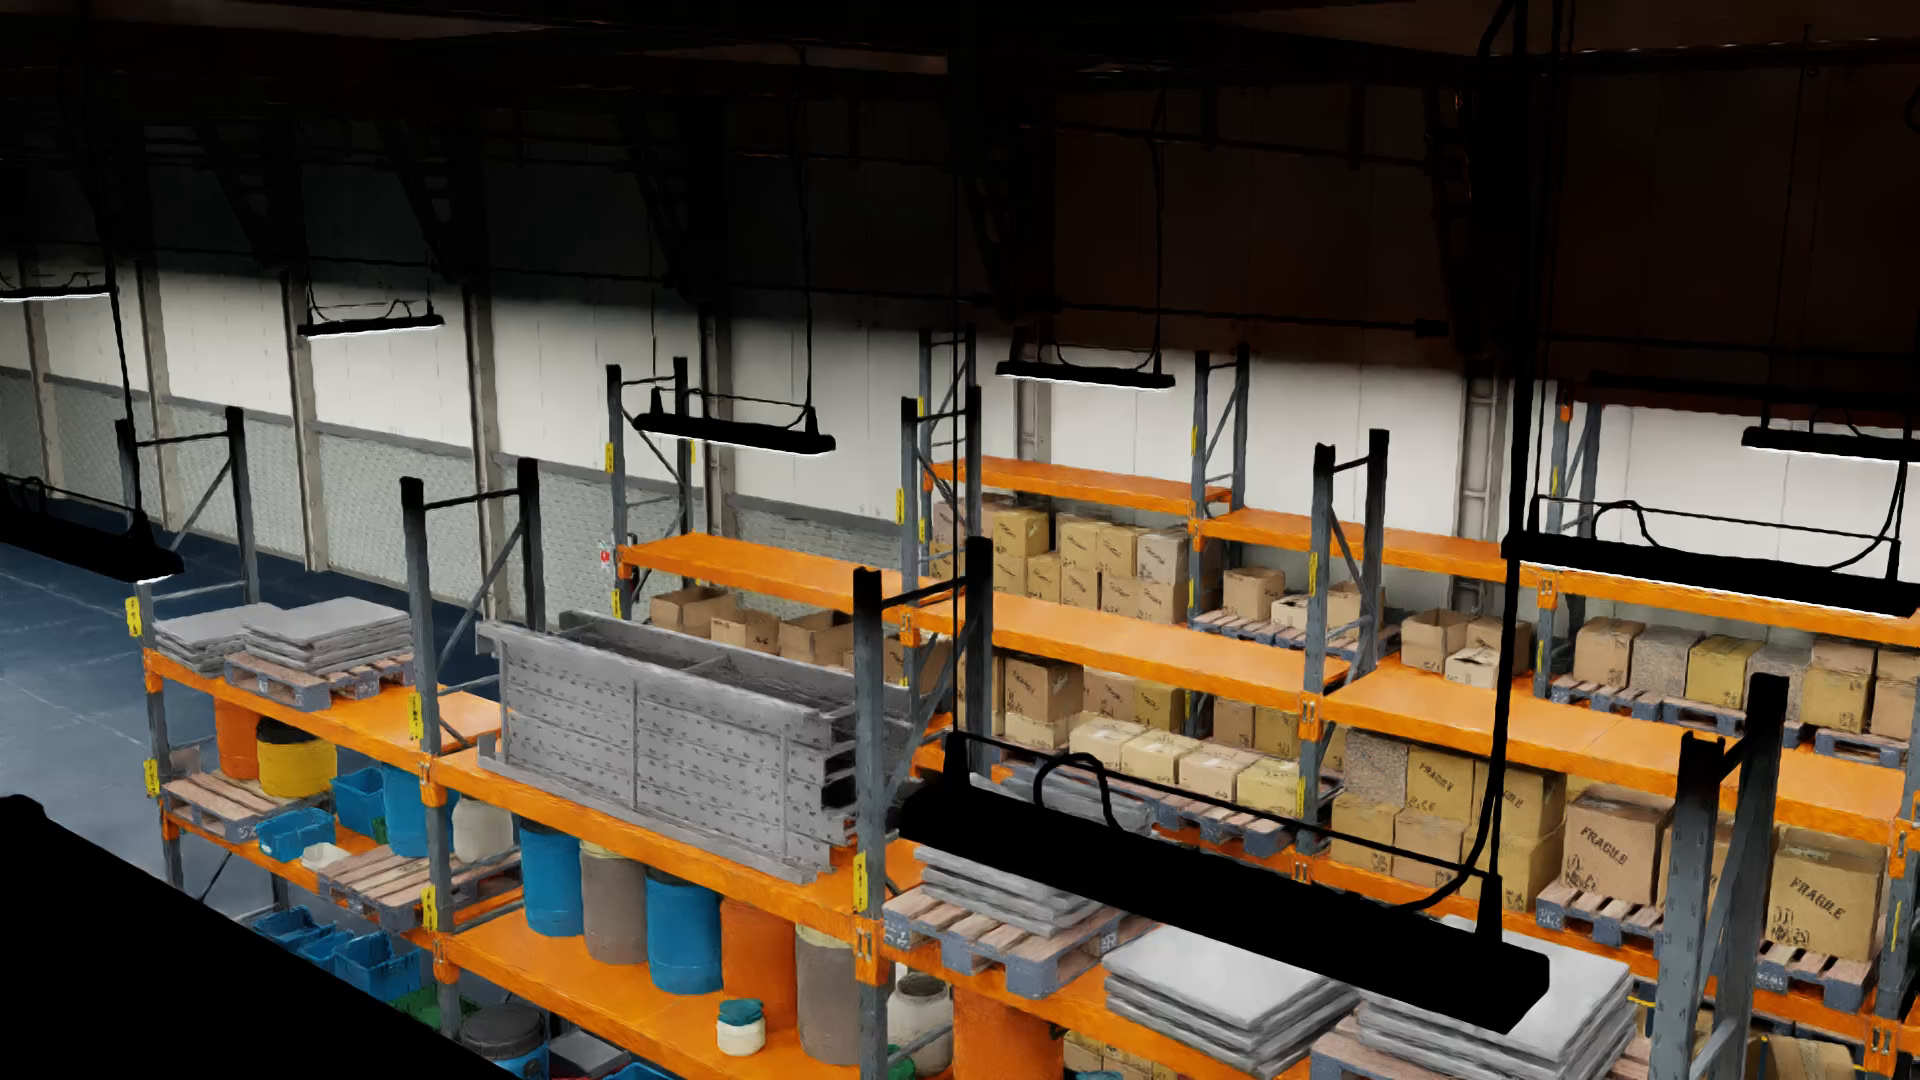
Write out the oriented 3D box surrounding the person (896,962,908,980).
[{"bbox_3d":[-0.542,4.090,14.198,0.896,1.715,0.735,5,14,23],"label":"person"}]
